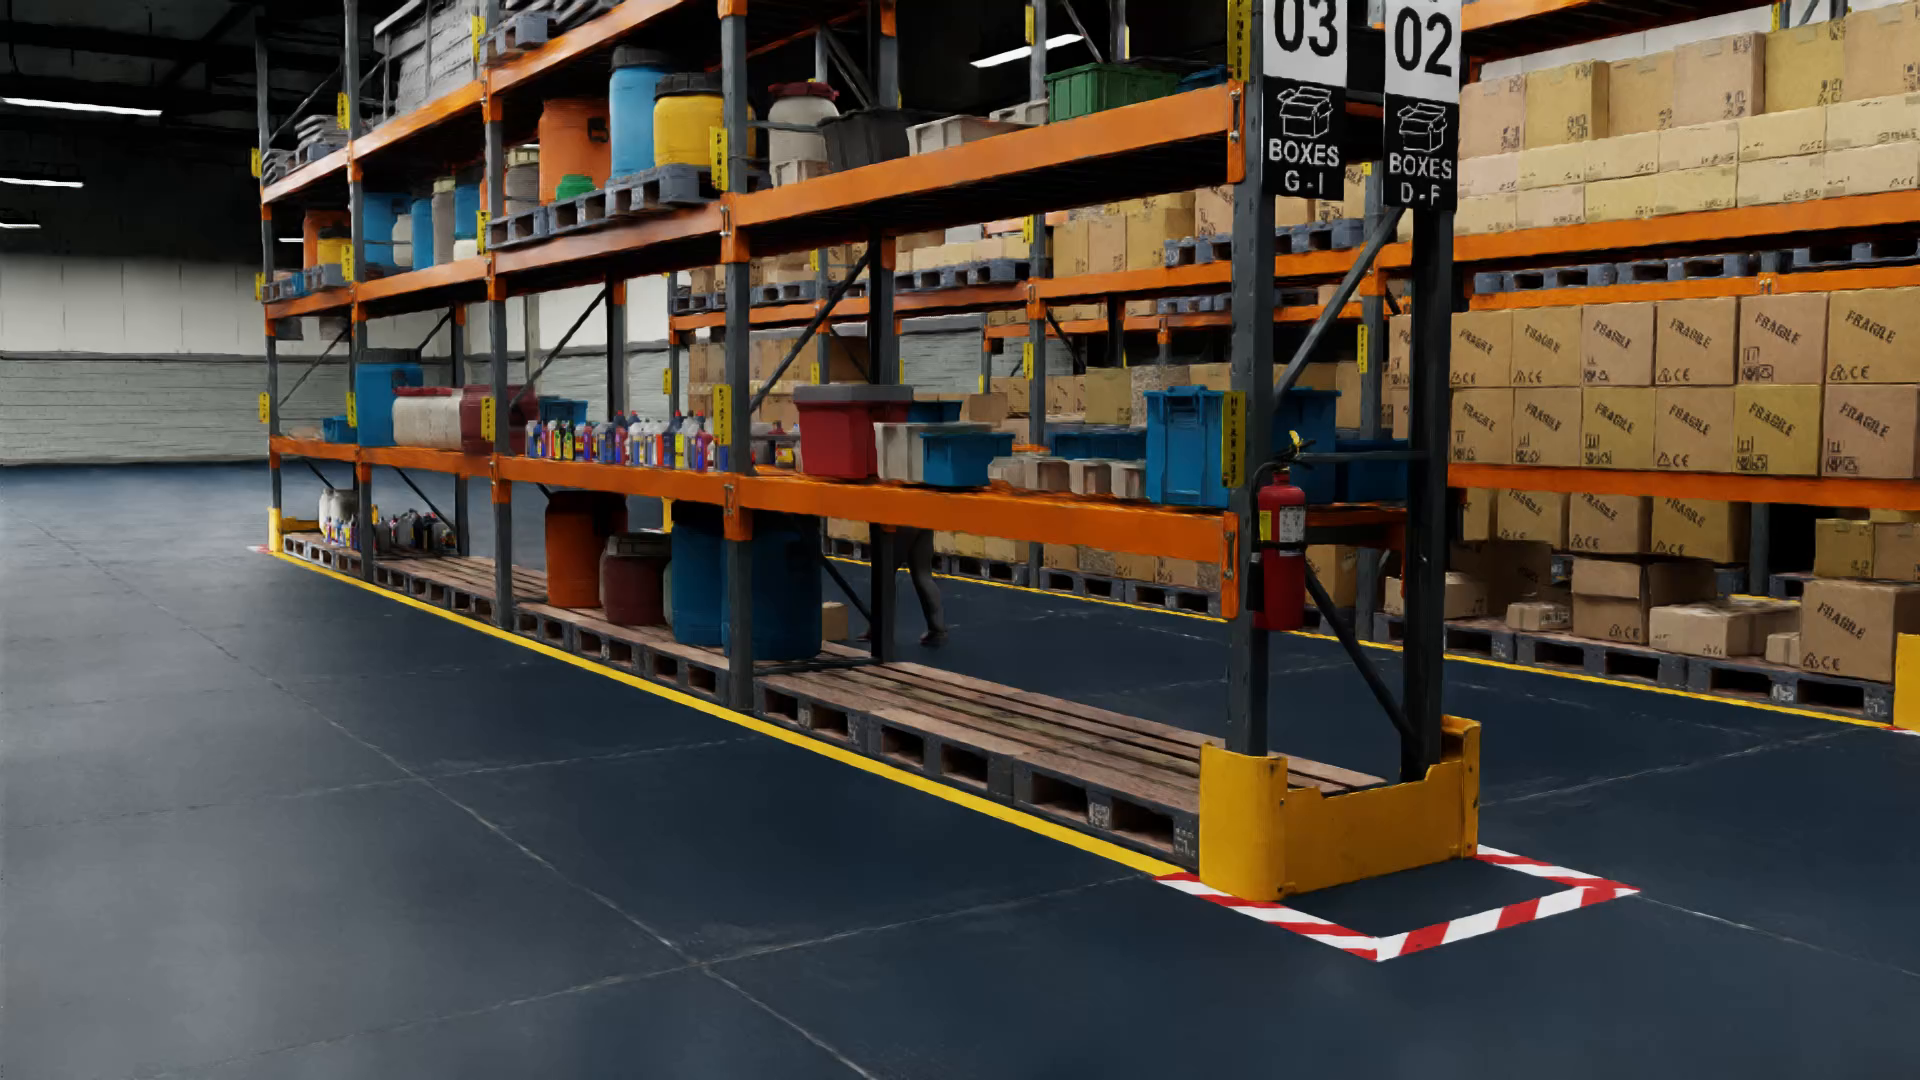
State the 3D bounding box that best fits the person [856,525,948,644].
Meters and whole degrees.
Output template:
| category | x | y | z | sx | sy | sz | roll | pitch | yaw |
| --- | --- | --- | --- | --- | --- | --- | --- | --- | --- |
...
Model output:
| category | x | y | z | sx | sy | sz | roll | pitch | yaw |
| --- | --- | --- | --- | --- | --- | --- | --- | --- | --- |
| person | -0.432 | -0.091 | 11.638 | 0.718 | 1.650 | 0.624 | 4 | 6 | 38 |
